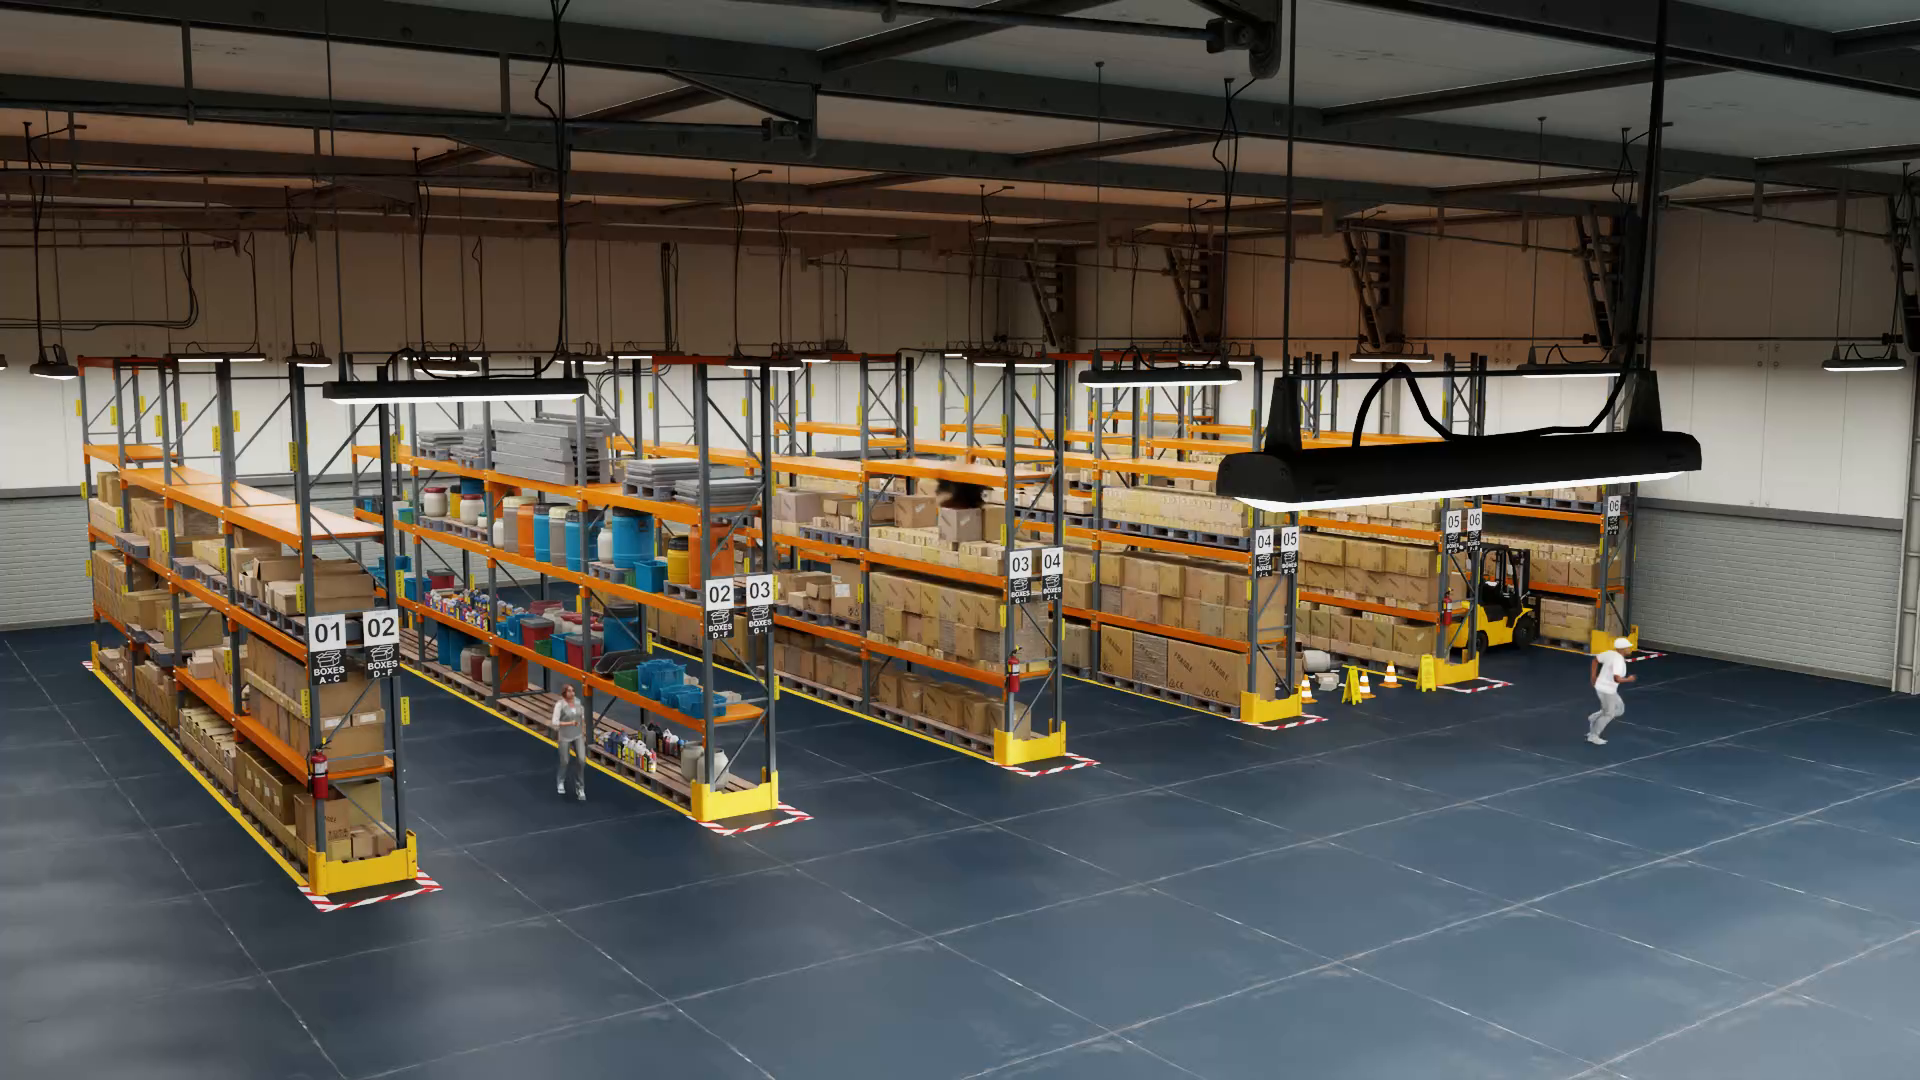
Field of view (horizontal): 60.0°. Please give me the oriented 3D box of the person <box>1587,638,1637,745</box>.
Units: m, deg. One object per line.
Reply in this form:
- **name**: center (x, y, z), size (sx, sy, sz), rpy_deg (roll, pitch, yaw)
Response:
- **person**: center (10.182, 2.357, 25.942), size (0.687, 1.694, 0.678), rpy_deg (2, 7, 14)

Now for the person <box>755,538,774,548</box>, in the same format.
- **person**: center (-4.843, 0.486, 41.303), size (0.666, 1.779, 0.698), rpy_deg (-6, 9, -41)

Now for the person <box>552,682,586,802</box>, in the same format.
- **person**: center (-5.370, 2.770, 22.876), size (0.539, 1.656, 0.732), rpy_deg (-5, 8, -34)

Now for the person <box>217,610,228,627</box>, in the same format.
- **person**: center (-14.915, 1.411, 33.382), size (0.958, 1.751, 0.779), rpy_deg (4, 8, 30)
